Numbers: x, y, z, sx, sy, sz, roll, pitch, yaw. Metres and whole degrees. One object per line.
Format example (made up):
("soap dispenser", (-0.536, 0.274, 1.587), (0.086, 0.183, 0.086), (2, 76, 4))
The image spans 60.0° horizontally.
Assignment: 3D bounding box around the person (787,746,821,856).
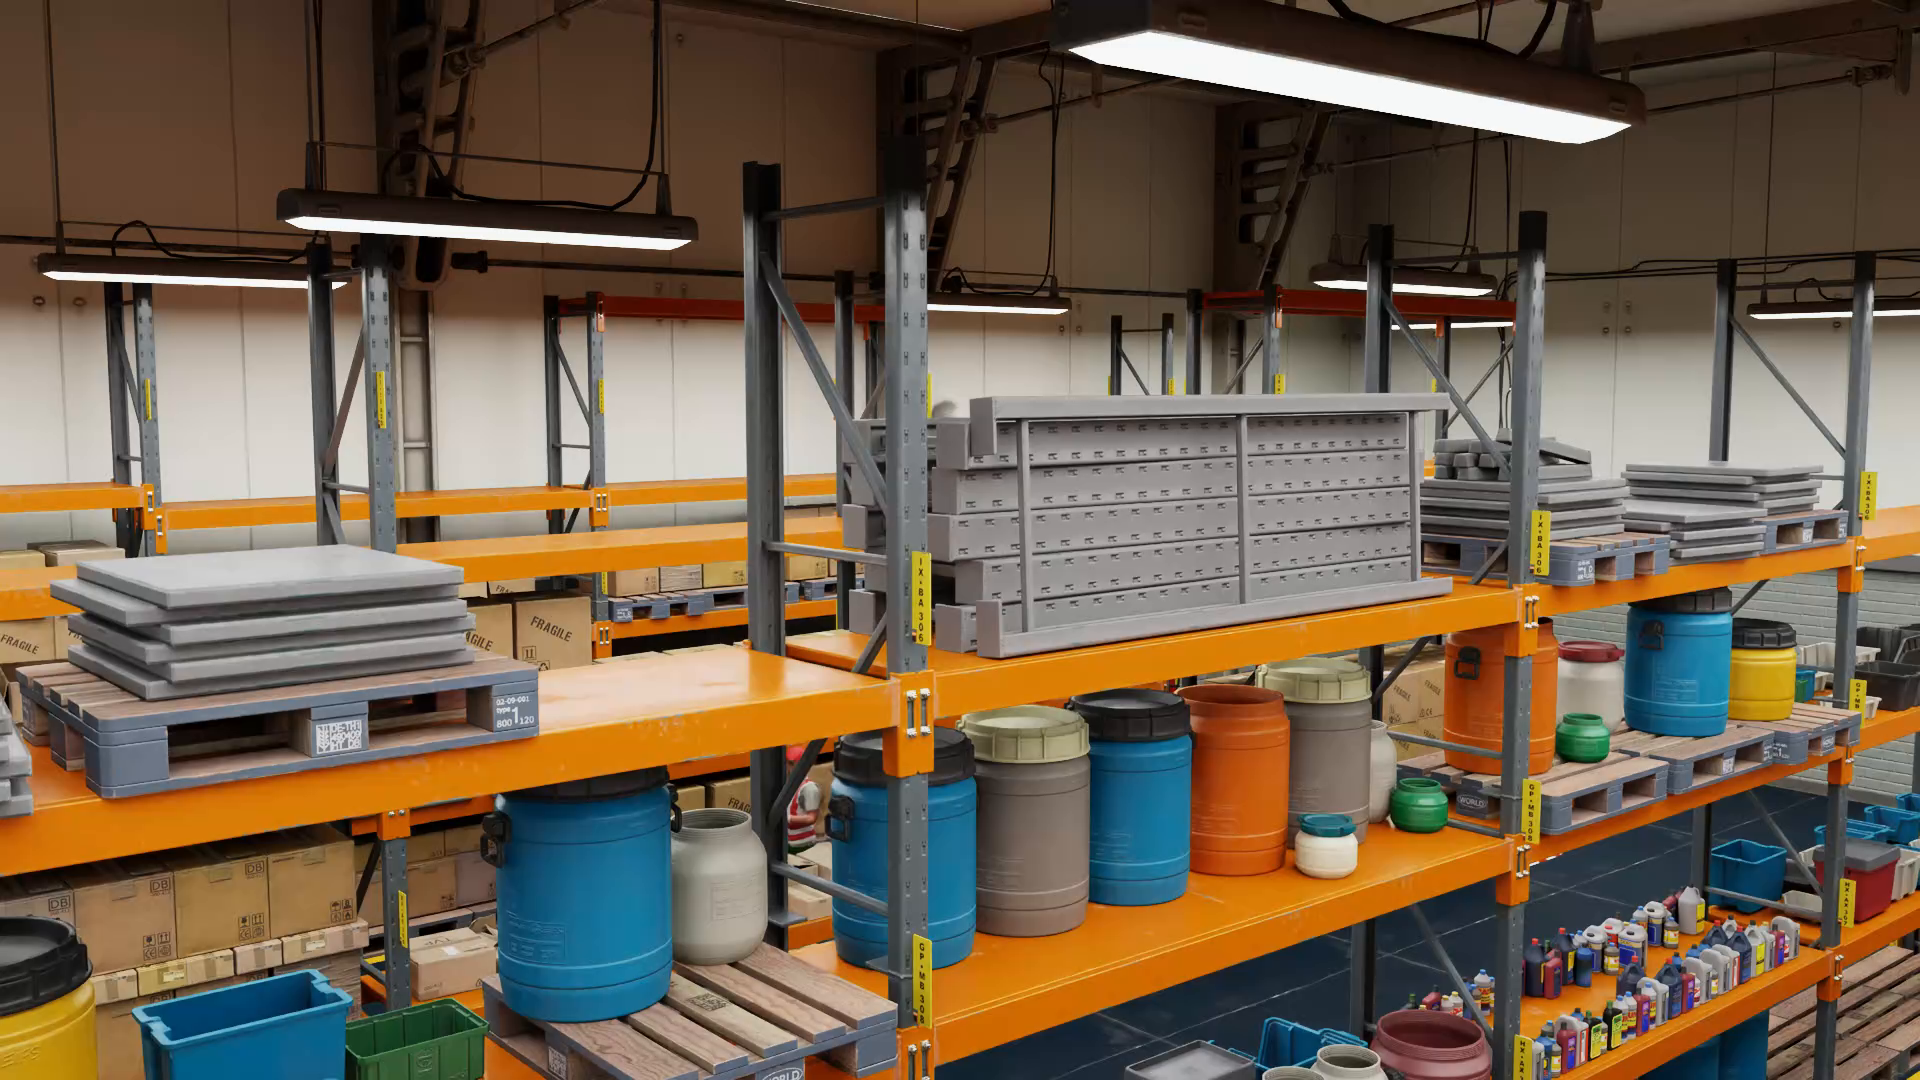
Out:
("person", (-1.512, 2.793, 15.233), (0.652, 1.829, 0.872), (4, 7, 37))
